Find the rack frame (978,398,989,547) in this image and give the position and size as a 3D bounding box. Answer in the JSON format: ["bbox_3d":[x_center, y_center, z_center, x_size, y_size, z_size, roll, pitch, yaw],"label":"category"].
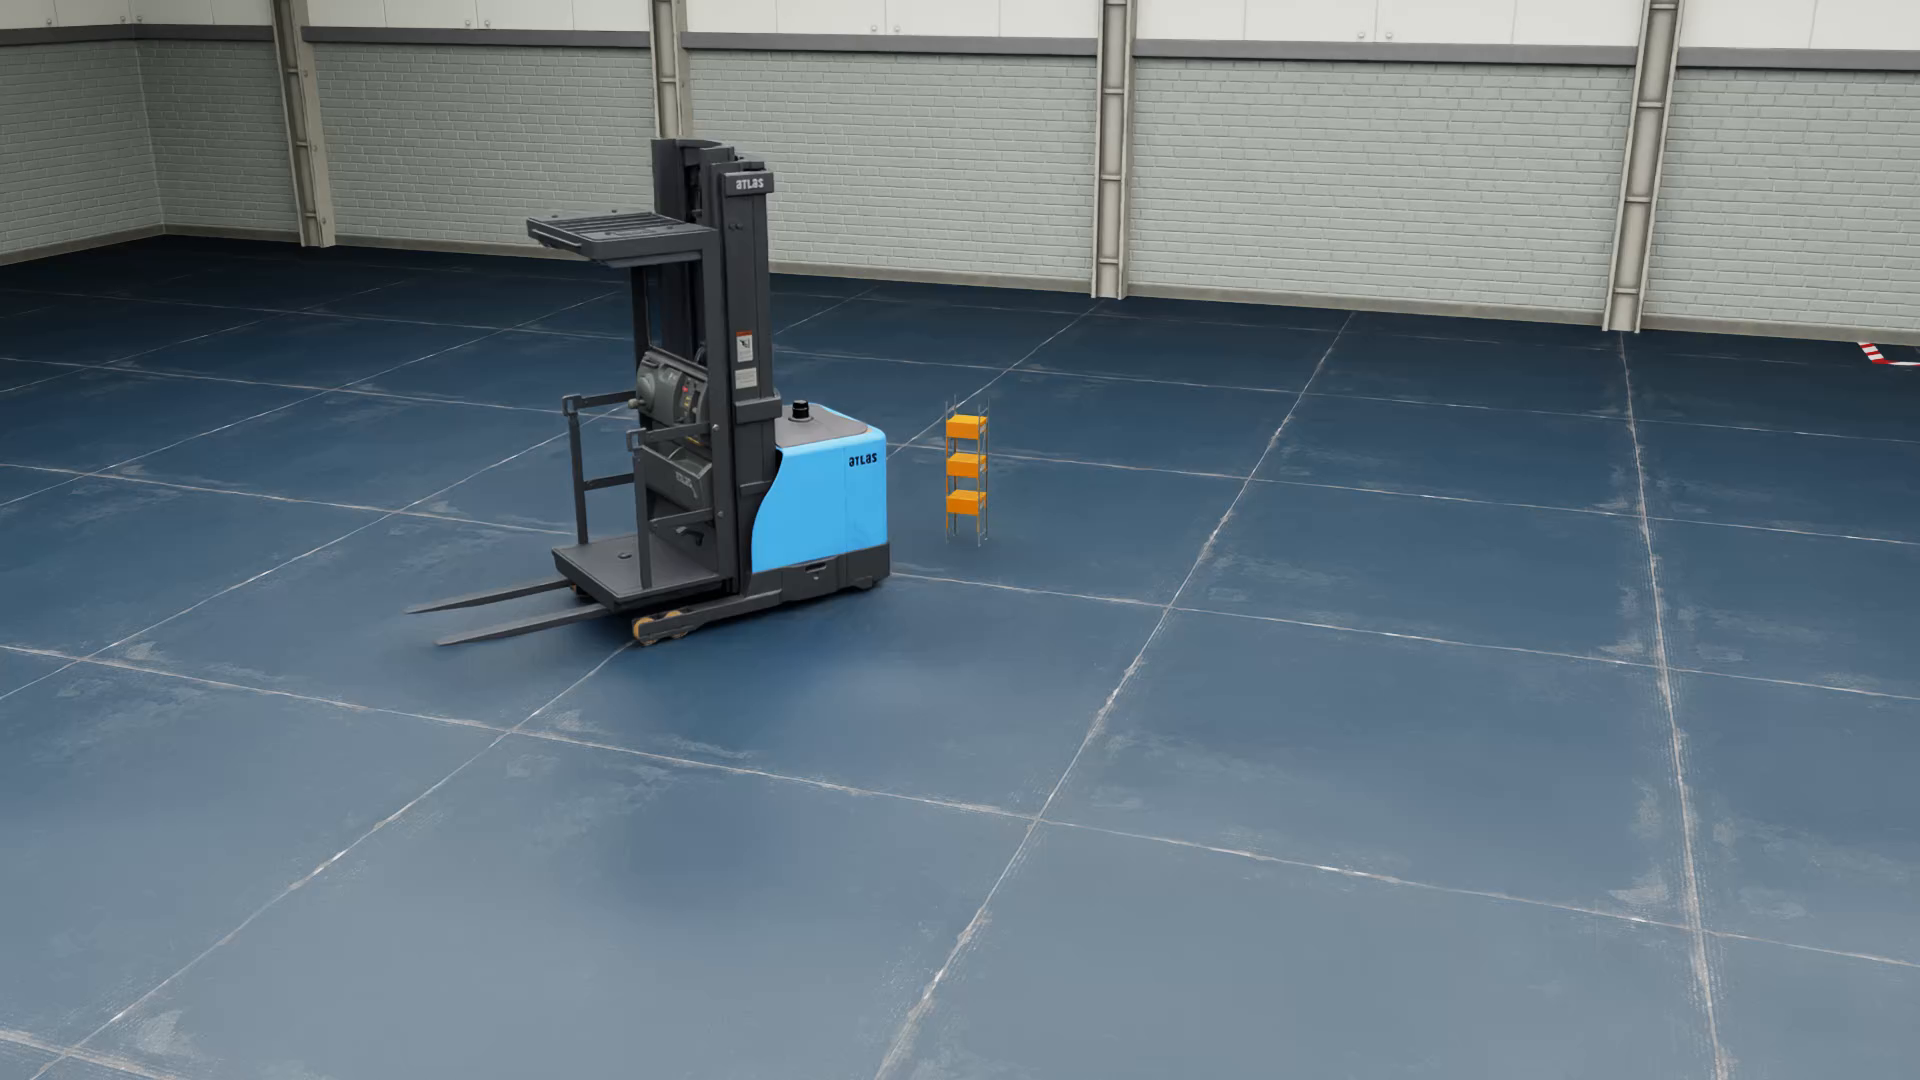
[{"bbox_3d":[0.166,-0.477,11.849,0.008,1.050,0.200,7,20,18],"label":"rack frame"}]

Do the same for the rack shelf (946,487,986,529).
[{"bbox_3d":[0.051,-0.218,11.982,0.240,0.259,0.215,7,20,18],"label":"rack shelf"}]

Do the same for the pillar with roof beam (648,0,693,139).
[{"bbox_3d":[-5.209,-6.613,17.376,0.400,9.000,9.100,7,20,18],"label":"pillar with roof beam"}]

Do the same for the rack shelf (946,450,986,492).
[{"bbox_3d":[0.051,-0.480,11.890,0.240,0.259,0.215,7,20,18],"label":"rack shelf"}]

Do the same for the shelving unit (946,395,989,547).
[{"bbox_3d":[0.051,-0.490,11.887,0.252,1.050,0.215,7,20,18],"label":"shelving unit"}]

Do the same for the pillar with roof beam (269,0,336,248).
[{"bbox_3d":[-10.877,-7.261,19.235,0.400,9.000,9.100,7,20,18],"label":"pillar with roof beam"}]

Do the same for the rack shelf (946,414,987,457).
[{"bbox_3d":[0.051,-0.748,11.797,0.240,0.259,0.215,7,20,18],"label":"rack shelf"}]

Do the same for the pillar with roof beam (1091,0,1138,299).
[{"bbox_3d":[0.459,-5.965,15.517,0.400,9.000,9.100,7,20,18],"label":"pillar with roof beam"}]

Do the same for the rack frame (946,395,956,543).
[{"bbox_3d":[-0.065,-0.503,11.925,0.008,1.050,0.200,7,20,18],"label":"rack frame"}]

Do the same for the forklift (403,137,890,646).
[{"bbox_3d":[-1.974,-0.936,10.309,3.031,2.935,1.130,-13,23,-32],"label":"forklift"}]

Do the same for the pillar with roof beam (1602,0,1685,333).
[{"bbox_3d":[6.126,-5.317,13.657,0.400,9.000,9.100,7,20,18],"label":"pillar with roof beam"}]
